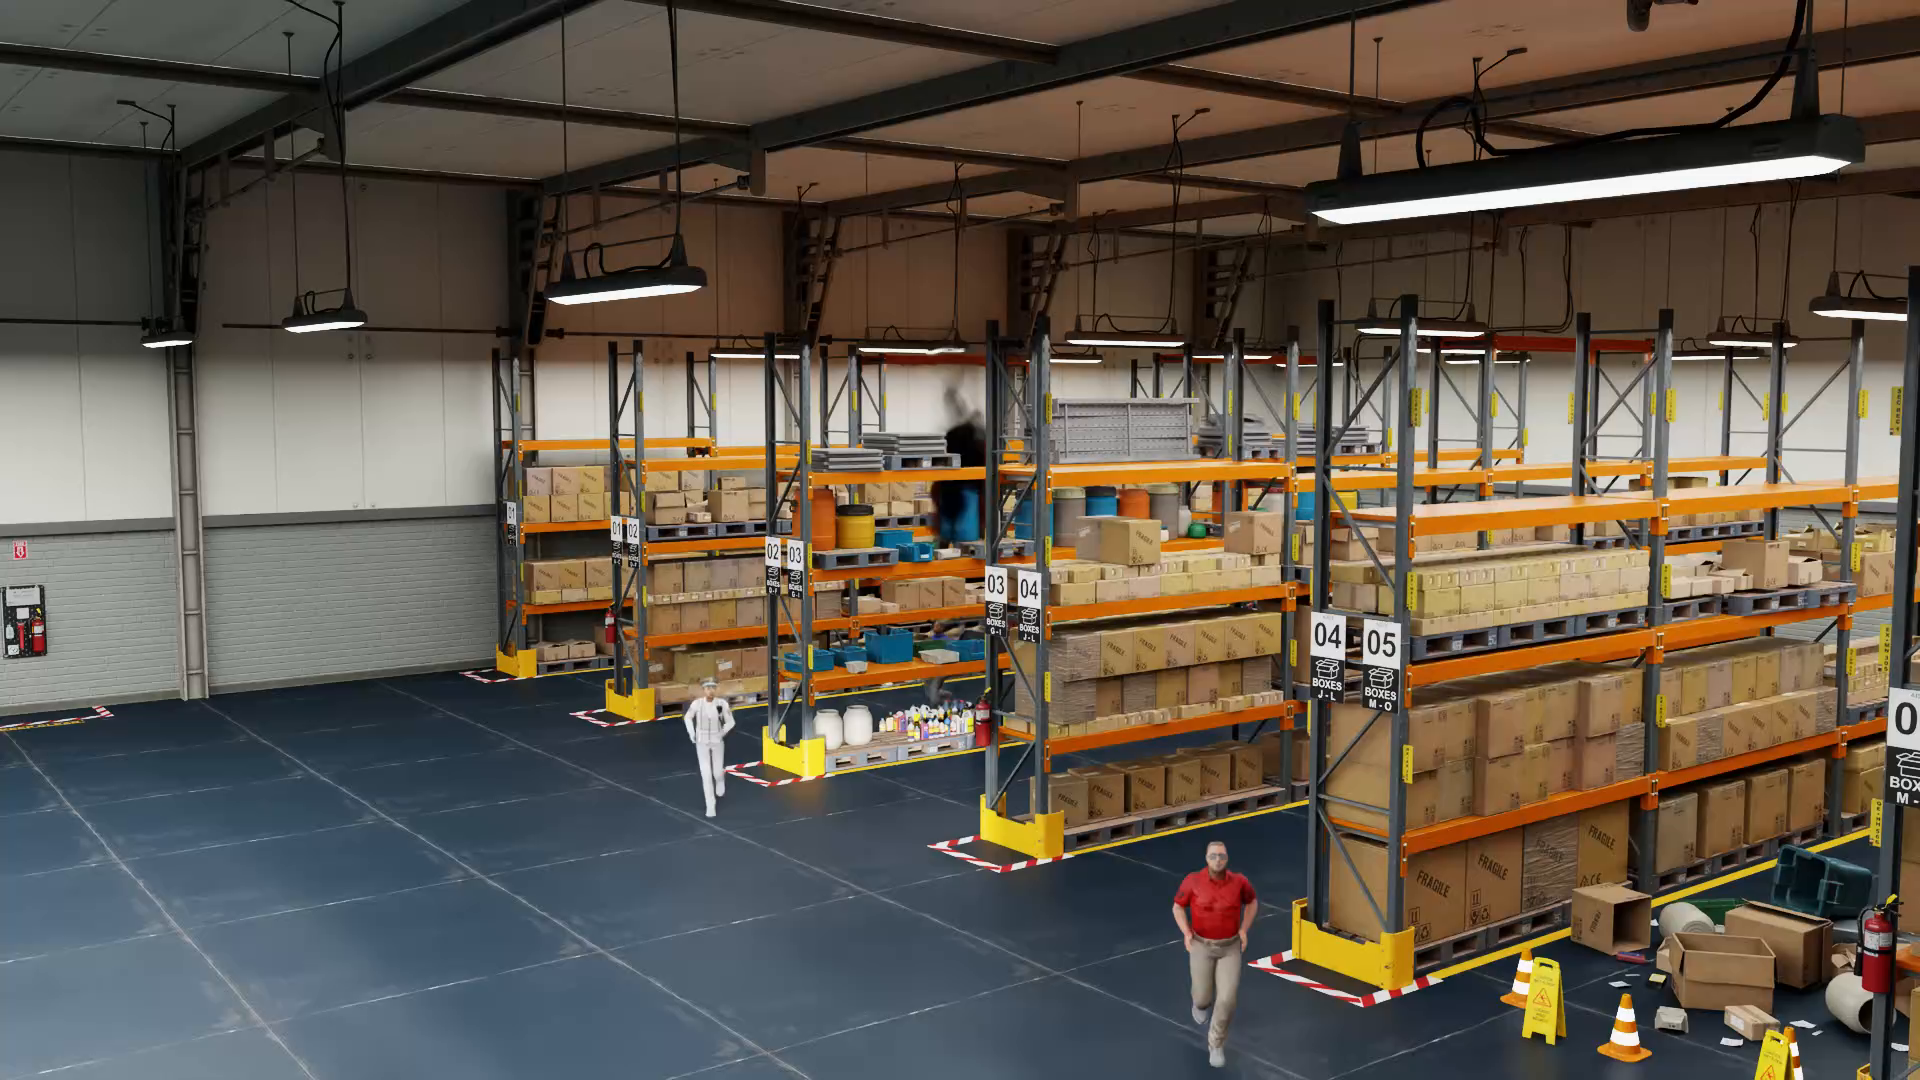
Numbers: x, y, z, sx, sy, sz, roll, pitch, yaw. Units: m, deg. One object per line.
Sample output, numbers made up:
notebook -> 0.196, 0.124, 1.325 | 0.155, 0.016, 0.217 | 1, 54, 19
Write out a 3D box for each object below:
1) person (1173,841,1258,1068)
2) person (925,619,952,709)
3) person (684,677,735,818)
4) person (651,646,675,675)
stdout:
person -> 2.008, 3.198, 13.063 | 0.671, 1.715, 0.716 | 0, 5, 3
person -> -0.299, 2.061, 26.367 | 0.578, 1.618, 0.582 | -5, 7, -43
person -> -3.107, 2.522, 20.655 | 0.624, 1.687, 0.855 | -1, 5, -9
person -> -5.249, 1.733, 29.313 | 0.697, 1.718, 0.608 | 4, 7, 40
